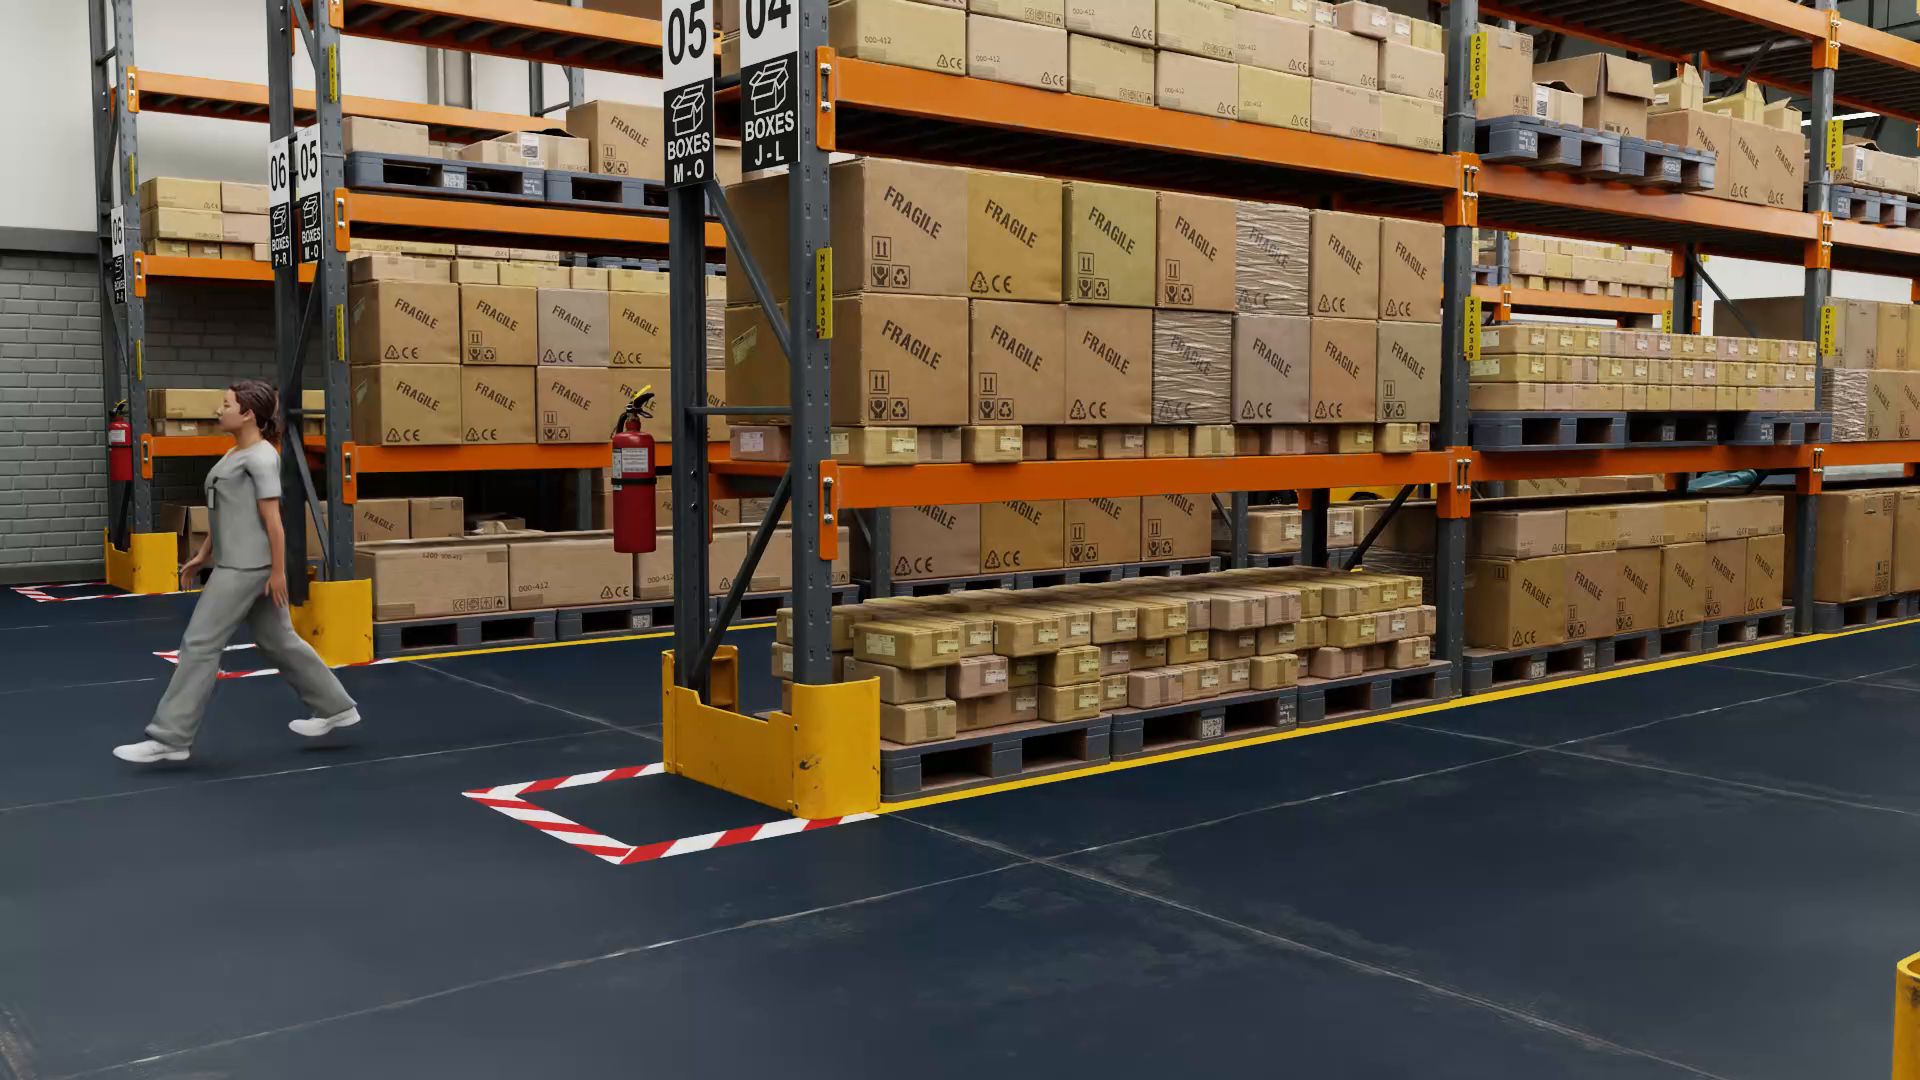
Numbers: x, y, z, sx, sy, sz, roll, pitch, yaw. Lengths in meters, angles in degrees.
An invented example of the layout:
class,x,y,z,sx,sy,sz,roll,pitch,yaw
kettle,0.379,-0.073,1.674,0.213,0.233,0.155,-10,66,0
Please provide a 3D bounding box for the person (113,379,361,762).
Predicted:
class,x,y,z,sx,sy,sz,roll,pitch,yaw
person,-3.150,0.114,7.228,1.022,1.621,0.462,-3,5,-32
